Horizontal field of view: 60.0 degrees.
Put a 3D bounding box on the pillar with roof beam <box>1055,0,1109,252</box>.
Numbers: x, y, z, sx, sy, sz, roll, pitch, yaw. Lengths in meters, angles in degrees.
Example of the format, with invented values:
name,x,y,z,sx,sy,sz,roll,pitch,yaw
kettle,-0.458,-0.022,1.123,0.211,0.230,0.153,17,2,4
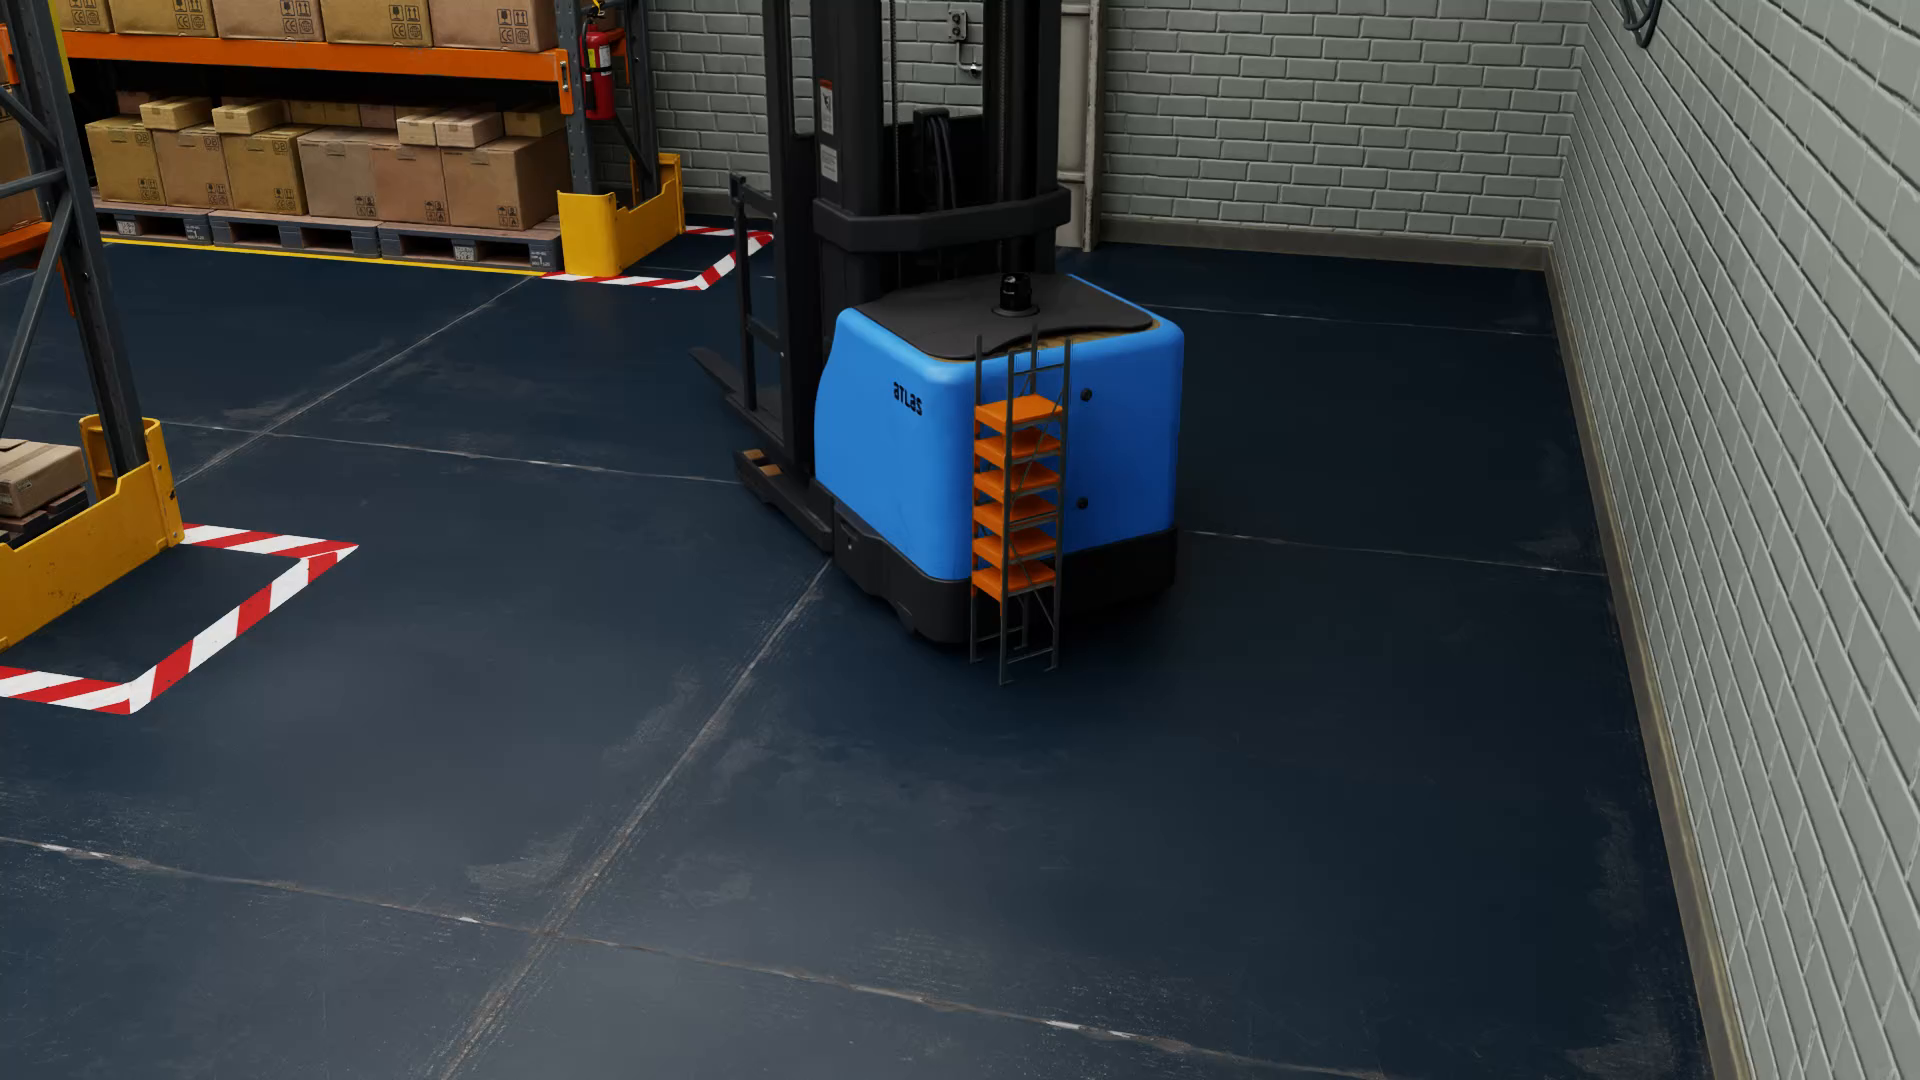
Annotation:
name,x,y,z,sx,sy,sz,roll,pitch,yaw
pillar with roof beam,-0.388,-4.193,5.090,0.400,9.000,9.100,6,26,13

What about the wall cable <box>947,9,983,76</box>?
name,x,y,z,sx,sy,sz,roll,pitch,yaw
wall cable,-0.671,-3.921,10.315,1.851,1.984,0.084,6,26,13

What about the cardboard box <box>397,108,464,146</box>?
name,x,y,z,sx,sy,sz,roll,pitch,yaw
cardboard box,-3.267,-2.558,10.298,0.250,0.149,0.380,7,26,14

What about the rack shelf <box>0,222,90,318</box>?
name,x,y,z,sx,sy,sz,roll,pitch,yaw
rack shelf,-5.313,-1.033,6.266,4.000,0.370,1.077,6,26,13

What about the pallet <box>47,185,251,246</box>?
name,x,y,z,sx,sy,sz,roll,pitch,yaw
pallet,-5.303,-2.261,11.254,1.213,0.211,1.003,6,26,13

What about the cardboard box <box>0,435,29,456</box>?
name,x,y,z,sx,sy,sz,roll,pitch,yaw
cardboard box,-3.939,-0.277,6.627,0.250,0.166,0.380,6,26,13

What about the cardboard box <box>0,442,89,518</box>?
name,x,y,z,sx,sy,sz,roll,pitch,yaw
cardboard box,-3.696,-0.243,6.575,0.250,0.149,0.380,6,26,13

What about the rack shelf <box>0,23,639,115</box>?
name,x,y,z,sx,sy,sz,roll,pitch,yaw
rack shelf,-4.083,-3.095,10.599,4.000,0.370,1.077,6,26,13

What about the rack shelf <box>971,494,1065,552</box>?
name,x,y,z,sx,sy,sz,roll,pitch,yaw
rack shelf,0.195,-0.064,5.588,0.258,0.103,0.180,-15,29,-30

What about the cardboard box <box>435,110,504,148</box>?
name,x,y,z,sx,sy,sz,roll,pitch,yaw
cardboard box,-3.019,-2.531,10.242,0.250,0.149,0.380,6,26,12

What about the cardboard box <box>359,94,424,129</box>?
name,x,y,z,sx,sy,sz,roll,pitch,yaw
cardboard box,-3.658,-2.771,10.745,0.250,0.149,0.380,7,26,14

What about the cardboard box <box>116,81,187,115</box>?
name,x,y,z,sx,sy,sz,roll,pitch,yaw
cardboard box,-5.413,-2.964,11.150,0.250,0.149,0.380,6,26,13

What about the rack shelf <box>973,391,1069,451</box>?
name,x,y,z,sx,sy,sz,roll,pitch,yaw
rack shelf,0.199,-0.391,5.436,0.258,0.103,0.180,-15,29,-30

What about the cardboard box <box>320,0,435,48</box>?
name,x,y,z,sx,sy,sz,roll,pitch,yaw
cardboard box,-3.350,-3.465,10.190,0.700,0.700,0.980,6,26,13

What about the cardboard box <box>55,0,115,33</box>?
name,x,y,z,sx,sy,sz,roll,pitch,yaw
cardboard box,-5.499,-3.705,10.693,0.700,0.700,0.980,7,26,14

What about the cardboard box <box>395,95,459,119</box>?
name,x,y,z,sx,sy,sz,roll,pitch,yaw
cardboard box,-3.411,-2.744,10.689,0.250,0.149,0.380,7,26,13

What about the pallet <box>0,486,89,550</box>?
name,x,y,z,sx,sy,sz,roll,pitch,yaw
pallet,-4.222,0.023,6.457,1.213,0.211,1.003,6,26,13

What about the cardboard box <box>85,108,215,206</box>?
name,x,y,z,sx,sy,sz,roll,pitch,yaw
cardboard box,-5.322,-2.572,11.083,0.500,0.500,0.700,7,26,14

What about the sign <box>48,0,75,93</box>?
name,x,y,z,sx,sy,sz,roll,pitch,yaw
sign,-3.241,-1.760,5.950,0.005,0.325,0.100,6,26,13

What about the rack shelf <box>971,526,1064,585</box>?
name,x,y,z,sx,sy,sz,roll,pitch,yaw
rack shelf,0.193,0.044,5.638,0.258,0.103,0.180,-15,29,-30

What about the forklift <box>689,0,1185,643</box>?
name,x,y,z,sx,sy,sz,roll,pitch,yaw
forklift,-0.331,-1.561,6.618,1.130,2.935,3.031,-13,28,-25

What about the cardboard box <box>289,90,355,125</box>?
name,x,y,z,sx,sy,sz,roll,pitch,yaw
cardboard box,-4.152,-2.825,10.860,0.250,0.149,0.380,6,26,12

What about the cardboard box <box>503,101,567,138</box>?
name,x,y,z,sx,sy,sz,roll,pitch,yaw
cardboard box,-2.678,-2.663,10.519,0.250,0.149,0.380,6,26,13

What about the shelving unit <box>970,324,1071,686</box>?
name,x,y,z,sx,sy,sz,roll,pitch,yaw
shelving unit,0.195,-0.105,5.569,0.258,1.200,0.189,-15,29,-30

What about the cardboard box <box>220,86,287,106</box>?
name,x,y,z,sx,sy,sz,roll,pitch,yaw
cardboard box,-4.646,-2.880,10.974,0.250,0.149,0.380,5,26,11

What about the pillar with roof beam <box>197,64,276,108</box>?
name,x,y,z,sx,sy,sz,roll,pitch,yaw
pillar with roof beam,-6.199,-4.836,6.439,0.400,9.000,9.100,6,26,13

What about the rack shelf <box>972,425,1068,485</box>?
name,x,y,z,sx,sy,sz,roll,pitch,yaw
rack shelf,0.198,-0.282,5.487,0.258,0.103,0.180,-15,29,-30

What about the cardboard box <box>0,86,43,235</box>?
name,x,y,z,sx,sy,sz,roll,pitch,yaw
cardboard box,-3.741,-1.346,5.971,0.500,0.500,0.500,7,26,14

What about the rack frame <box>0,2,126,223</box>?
name,x,y,z,sx,sy,sz,roll,pitch,yaw
rack frame,-6.020,-3.634,10.894,0.127,3.000,1.000,6,26,13

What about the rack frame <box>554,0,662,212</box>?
name,x,y,z,sx,sy,sz,roll,pitch,yaw
rack frame,-2.146,-3.206,9.994,0.127,3.000,1.000,6,26,13

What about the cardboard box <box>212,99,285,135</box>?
name,x,y,z,sx,sy,sz,roll,pitch,yaw
cardboard box,-4.530,-2.697,10.590,0.250,0.149,0.380,6,26,12

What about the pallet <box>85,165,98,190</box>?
name,x,y,z,sx,sy,sz,roll,pitch,yaw
pallet,-6.786,-2.426,11.601,1.213,0.211,1.003,6,26,13

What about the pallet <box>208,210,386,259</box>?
name,x,y,z,sx,sy,sz,roll,pitch,yaw
pallet,-4.118,-2.131,10.981,1.213,0.211,1.003,6,26,13

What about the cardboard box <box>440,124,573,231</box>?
name,x,y,z,sx,sy,sz,roll,pitch,yaw
cardboard box,-2.849,-2.300,10.511,0.500,0.500,0.700,6,26,13

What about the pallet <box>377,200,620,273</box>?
name,x,y,z,sx,sy,sz,roll,pitch,yaw
pallet,-2.940,-2.000,10.705,1.213,0.211,1.003,6,26,13

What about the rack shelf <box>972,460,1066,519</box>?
name,x,y,z,sx,sy,sz,roll,pitch,yaw
rack shelf,0.196,-0.173,5.537,0.258,0.103,0.180,-15,29,-30

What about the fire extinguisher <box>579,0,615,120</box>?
name,x,y,z,sx,sy,sz,roll,pitch,yaw
fire extinguisher,-2.115,-2.794,9.654,0.183,0.674,0.296,6,26,13

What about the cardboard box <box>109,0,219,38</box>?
name,x,y,z,sx,sy,sz,roll,pitch,yaw
cardboard box,-4.793,-3.624,10.524,0.700,0.700,0.980,6,26,12

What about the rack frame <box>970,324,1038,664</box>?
name,x,y,z,sx,sy,sz,roll,pitch,yaw
rack frame,0.146,-0.138,5.639,0.240,1.200,0.006,-15,29,-30

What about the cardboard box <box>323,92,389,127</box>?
name,x,y,z,sx,sy,sz,roll,pitch,yaw
cardboard box,-3.907,-2.798,10.802,0.250,0.149,0.380,7,26,14

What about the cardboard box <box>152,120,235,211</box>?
name,x,y,z,sx,sy,sz,roll,pitch,yaw
cardboard box,-4.836,-2.517,10.967,0.500,0.500,0.700,6,26,12

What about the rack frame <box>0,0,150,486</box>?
name,x,y,z,sx,sy,sz,roll,pitch,yaw
rack frame,-3.376,-1.143,5.662,0.127,3.000,1.000,6,26,13

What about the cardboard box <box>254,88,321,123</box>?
name,x,y,z,sx,sy,sz,roll,pitch,yaw
cardboard box,-4.402,-2.853,10.917,0.250,0.149,0.380,7,26,14

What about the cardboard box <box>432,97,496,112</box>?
name,x,y,z,sx,sy,sz,roll,pitch,yaw
cardboard box,-3.169,-2.717,10.632,0.250,0.149,0.380,6,26,13

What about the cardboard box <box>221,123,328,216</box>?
name,x,y,z,sx,sy,sz,roll,pitch,yaw
cardboard box,-4.339,-2.461,10.850,0.500,0.500,0.700,7,26,14

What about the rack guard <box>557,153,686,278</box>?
name,x,y,z,sx,sy,sz,roll,pitch,yaw
rack guard,-2.123,-2.075,10.526,0.348,0.500,1.175,6,26,13

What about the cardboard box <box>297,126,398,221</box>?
name,x,y,z,sx,sy,sz,roll,pitch,yaw
cardboard box,-3.821,-2.407,10.736,0.500,0.500,0.700,5,26,11

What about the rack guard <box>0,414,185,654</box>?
name,x,y,z,sx,sy,sz,roll,pitch,yaw
rack guard,-3.450,-0.023,6.216,0.348,0.500,1.175,6,26,13

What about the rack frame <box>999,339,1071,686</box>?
name,x,y,z,sx,sy,sz,roll,pitch,yaw
rack frame,0.245,-0.072,5.499,0.240,1.200,0.006,-15,29,-30

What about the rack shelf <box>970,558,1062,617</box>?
name,x,y,z,sx,sy,sz,roll,pitch,yaw
rack shelf,0.192,0.153,5.689,0.258,0.103,0.180,-15,29,-30

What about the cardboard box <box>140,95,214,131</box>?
name,x,y,z,sx,sy,sz,roll,pitch,yaw
cardboard box,-5.035,-2.753,10.707,0.250,0.149,0.380,7,26,15

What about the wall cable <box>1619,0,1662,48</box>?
name,x,y,z,sx,sy,sz,roll,pitch,yaw
wall cable,3.242,-3.758,7.788,0.112,2.526,3.097,6,26,13

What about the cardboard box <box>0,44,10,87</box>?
name,x,y,z,sx,sy,sz,roll,pitch,yaw
cardboard box,-3.741,-1.797,5.756,0.500,0.500,0.500,7,26,15

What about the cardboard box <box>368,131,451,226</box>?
name,x,y,z,sx,sy,sz,roll,pitch,yaw
cardboard box,-3.334,-2.354,10.624,0.500,0.500,0.700,6,26,13

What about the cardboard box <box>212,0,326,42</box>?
name,x,y,z,sx,sy,sz,roll,pitch,yaw
cardboard box,-4.086,-3.551,10.369,0.700,0.700,0.980,5,26,10

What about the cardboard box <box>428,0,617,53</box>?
name,x,y,z,sx,sy,sz,roll,pitch,yaw
cardboard box,-2.643,-3.392,10.036,0.700,0.700,0.980,8,26,15
